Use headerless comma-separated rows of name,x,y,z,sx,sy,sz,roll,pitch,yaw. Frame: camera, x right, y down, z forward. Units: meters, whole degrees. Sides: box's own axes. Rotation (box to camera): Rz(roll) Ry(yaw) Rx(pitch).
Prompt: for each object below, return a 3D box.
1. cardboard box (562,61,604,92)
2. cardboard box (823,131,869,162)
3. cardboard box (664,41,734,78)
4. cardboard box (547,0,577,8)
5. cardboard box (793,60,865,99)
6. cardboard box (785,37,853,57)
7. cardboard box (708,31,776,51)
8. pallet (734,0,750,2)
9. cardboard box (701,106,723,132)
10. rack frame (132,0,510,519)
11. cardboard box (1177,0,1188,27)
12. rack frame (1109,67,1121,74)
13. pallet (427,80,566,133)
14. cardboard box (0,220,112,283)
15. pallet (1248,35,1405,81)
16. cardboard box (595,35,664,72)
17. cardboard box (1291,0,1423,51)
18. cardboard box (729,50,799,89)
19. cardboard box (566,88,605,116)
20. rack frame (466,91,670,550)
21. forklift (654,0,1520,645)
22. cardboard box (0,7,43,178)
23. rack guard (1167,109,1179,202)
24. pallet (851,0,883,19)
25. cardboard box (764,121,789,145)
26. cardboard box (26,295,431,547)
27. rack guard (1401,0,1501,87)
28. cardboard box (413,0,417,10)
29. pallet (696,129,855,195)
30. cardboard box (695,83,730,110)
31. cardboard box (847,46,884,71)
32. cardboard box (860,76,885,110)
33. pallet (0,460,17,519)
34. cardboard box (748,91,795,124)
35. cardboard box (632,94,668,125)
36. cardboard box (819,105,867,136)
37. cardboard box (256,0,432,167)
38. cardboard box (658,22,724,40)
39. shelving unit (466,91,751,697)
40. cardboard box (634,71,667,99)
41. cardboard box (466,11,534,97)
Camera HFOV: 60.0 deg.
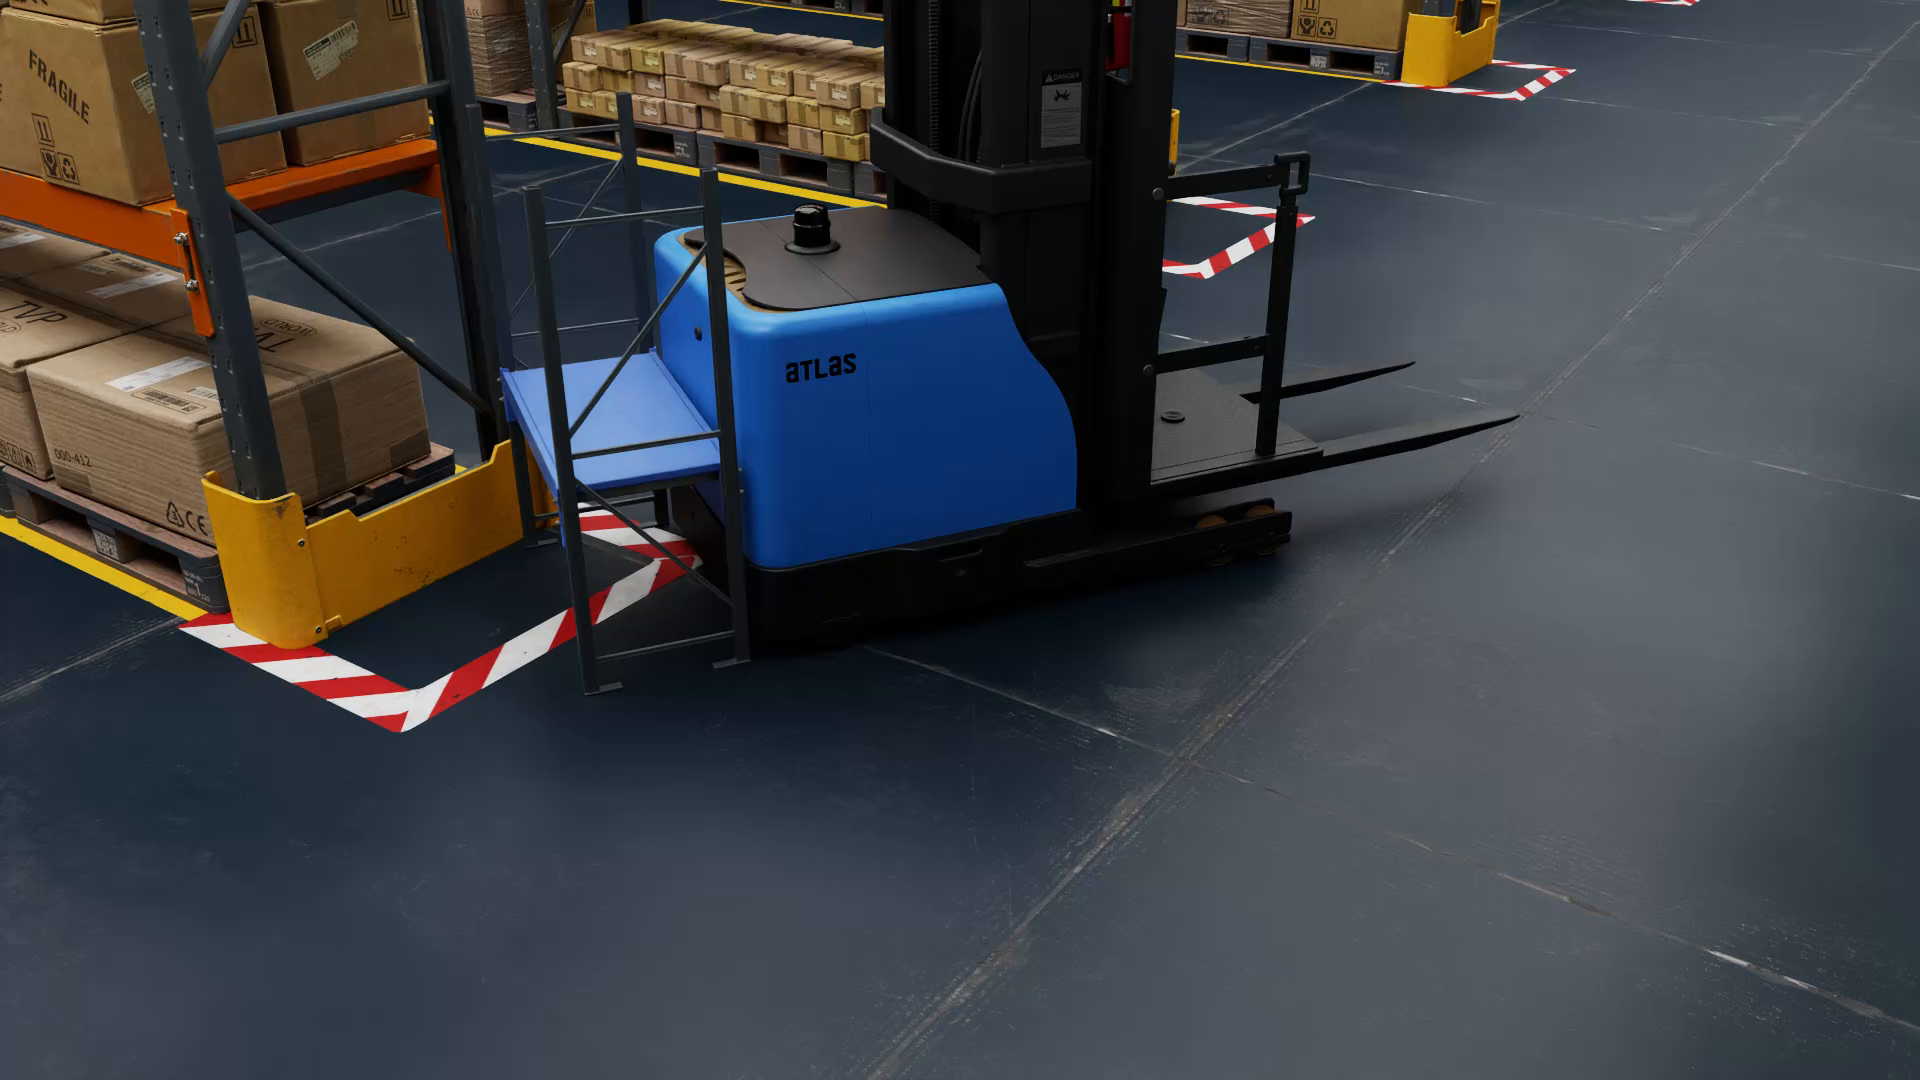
cardboard box,-2.321,-2.997,10.685,0.250,0.149,0.380,19,33,33
cardboard box,-0.589,-2.336,9.714,0.250,0.149,0.380,16,31,28
cardboard box,-1.615,-2.979,10.320,0.250,0.149,0.380,16,31,29
cardboard box,-2.899,-3.857,11.487,0.500,0.250,0.500,16,31,28
cardboard box,-0.767,-2.709,9.790,0.250,0.149,0.380,16,31,29
cardboard box,-0.882,-3.041,10.443,0.250,0.149,0.380,16,31,29
cardboard box,-1.386,-3.141,10.638,0.250,0.149,0.380,18,32,32
pallet,-2.237,-5.543,16.409,1.213,0.211,1.003,17,32,30
cardboard box,-1.388,-2.649,10.327,0.250,0.149,0.380,16,31,28
rack frame,-1.861,-1.257,4.913,0.127,3.000,1.000,17,32,30
cardboard box,1.693,-4.799,13.752,0.875,0.875,0.875,17,32,30
rack frame,0.858,-3.134,8.600,0.127,3.000,1.000,17,32,30
pallet,-3.082,-3.117,11.643,1.213,0.211,1.003,17,32,30
cardboard box,-3.963,-0.899,6.570,0.875,0.438,0.875,16,31,29
pallet,3.046,-3.895,13.172,1.213,0.211,1.003,17,32,30
cardboard box,-2.079,-3.084,10.527,0.250,0.149,0.380,19,33,33
cardboard box,3.177,-4.337,12.844,0.875,0.875,0.875,17,32,30
cardboard box,-1.180,-2.844,10.055,0.250,0.149,0.380,16,31,28
cardboard box,-2.321,-2.864,10.750,0.250,0.149,0.380,16,31,28
rack frame,-1.260,-0.686,5.444,0.500,1.500,0.032,-11,29,-20
forklift,0.566,-1.424,5.316,3.031,2.935,1.130,-12,29,-22
cardboard box,-2.814,-1.461,5.204,0.500,0.500,0.500,17,31,29
rack guard,0.796,-2.039,9.206,0.348,0.500,1.175,17,32,30
pallet,-0.226,-4.916,15.178,1.213,0.211,1.003,17,32,30
cardboard box,-0.969,-2.507,10.049,0.250,0.149,0.380,18,32,32
cardboard box,-2.462,-0.434,5.658,0.875,0.438,0.875,16,31,29
rack guard,3.769,-3.842,12.748,0.348,0.500,1.175,17,32,30
cardboard box,-3.612,-3.802,11.380,0.500,0.250,0.500,19,33,33
pallet,-0.856,-2.446,10.323,1.213,0.211,1.003,17,32,30
cardboard box,-1.406,-2.767,10.232,0.250,0.149,0.380,19,33,33
cardboard box,-0.477,-2.908,10.180,0.250,0.149,0.380,18,32,31
cardboard box,-0.359,-2.552,9.481,0.250,0.149,0.380,16,31,28
pallet,-3.566,-0.504,6.508,1.213,0.211,1.003,17,32,30
cardboard box,-1.045,-2.606,9.915,0.250,0.149,0.380,18,32,31
cardboard box,-1.867,-2.751,10.529,0.250,0.149,0.380,17,32,30
cardboard box,-0.602,-2.473,9.654,0.250,0.149,0.380,18,32,31
cardboard box,-2.094,-1.532,5.343,0.500,0.500,0.500,17,32,30
cardboard box,-1.765,-3.298,10.947,0.250,0.149,0.380,18,32,31
shelving unit,-1.064,-0.473,5.026,0.538,1.500,1.048,-11,29,-20
cardboard box,-1.841,-2.917,10.526,0.250,0.149,0.380,17,32,30
cardboard box,-3.192,-3.330,11.279,0.500,0.500,0.500,17,31,29
